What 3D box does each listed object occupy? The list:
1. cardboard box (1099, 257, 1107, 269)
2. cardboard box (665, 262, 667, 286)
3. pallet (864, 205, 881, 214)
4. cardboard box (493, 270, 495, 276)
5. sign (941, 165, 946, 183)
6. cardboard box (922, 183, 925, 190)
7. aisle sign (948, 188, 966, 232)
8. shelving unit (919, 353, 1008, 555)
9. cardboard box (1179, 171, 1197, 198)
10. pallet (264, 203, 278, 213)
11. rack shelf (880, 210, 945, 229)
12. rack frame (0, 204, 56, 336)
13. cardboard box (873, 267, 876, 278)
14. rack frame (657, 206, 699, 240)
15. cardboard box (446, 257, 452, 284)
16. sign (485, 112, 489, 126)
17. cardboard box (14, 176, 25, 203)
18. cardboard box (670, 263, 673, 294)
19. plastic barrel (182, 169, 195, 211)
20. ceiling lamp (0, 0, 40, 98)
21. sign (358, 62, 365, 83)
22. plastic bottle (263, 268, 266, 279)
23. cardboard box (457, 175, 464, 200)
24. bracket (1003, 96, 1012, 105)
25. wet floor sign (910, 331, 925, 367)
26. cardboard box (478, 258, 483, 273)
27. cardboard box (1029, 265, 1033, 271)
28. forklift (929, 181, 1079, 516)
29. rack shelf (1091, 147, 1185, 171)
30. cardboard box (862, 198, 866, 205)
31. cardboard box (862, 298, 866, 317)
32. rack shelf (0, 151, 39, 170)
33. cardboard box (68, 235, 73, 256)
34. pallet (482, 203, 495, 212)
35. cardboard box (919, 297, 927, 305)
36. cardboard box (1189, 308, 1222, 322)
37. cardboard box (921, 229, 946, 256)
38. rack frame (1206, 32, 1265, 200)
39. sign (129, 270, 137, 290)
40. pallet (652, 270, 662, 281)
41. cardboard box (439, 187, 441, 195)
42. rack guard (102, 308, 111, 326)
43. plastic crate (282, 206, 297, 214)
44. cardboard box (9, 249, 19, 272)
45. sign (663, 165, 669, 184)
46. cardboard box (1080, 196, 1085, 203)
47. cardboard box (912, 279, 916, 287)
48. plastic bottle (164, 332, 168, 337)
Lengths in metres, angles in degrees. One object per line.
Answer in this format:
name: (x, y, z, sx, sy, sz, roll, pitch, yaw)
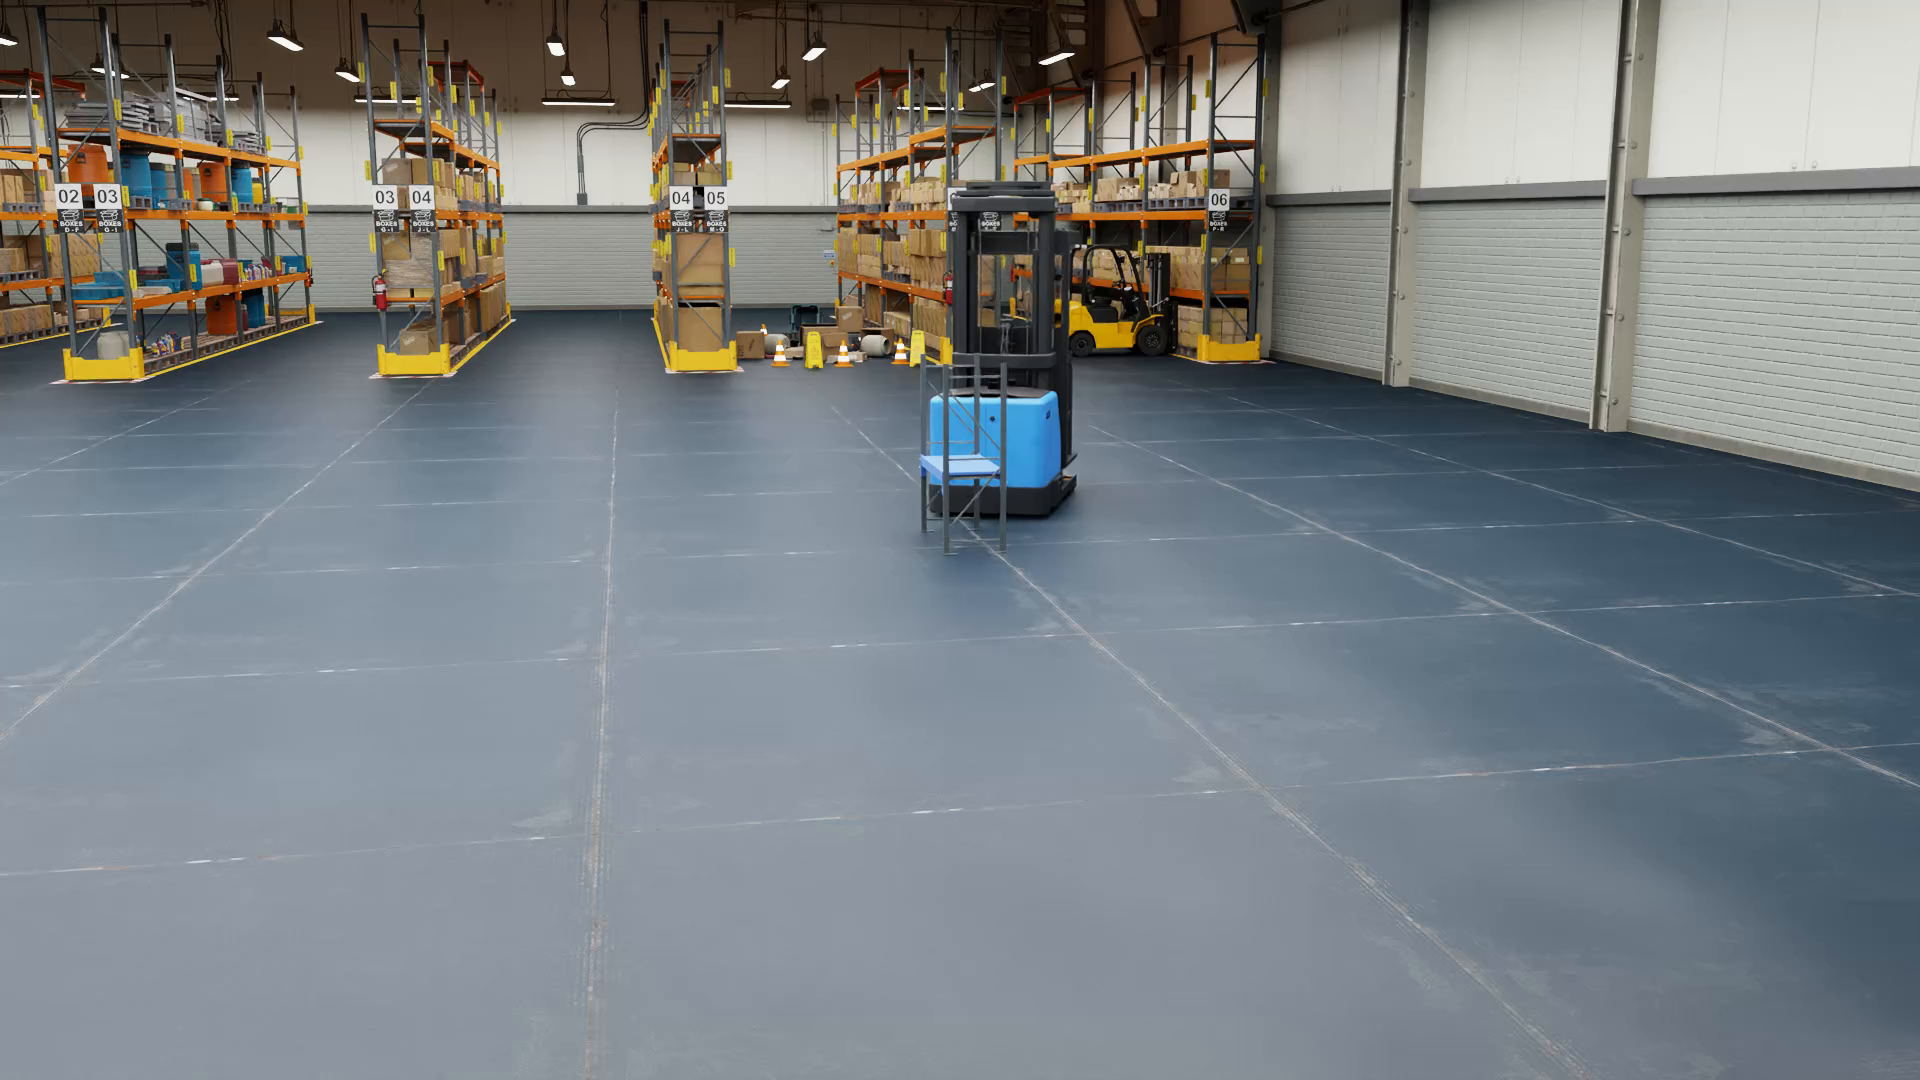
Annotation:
cardboard box: (3.502, -6.364, 38.174, 0.500, 0.250, 0.500, -2, 11, -9)
cardboard box: (-5.730, -5.396, 33.757, 0.500, 0.500, 0.500, -2, 11, -11)
pallet: (-1.860, -8.140, 40.930, 0.805, 0.209, 1.217, -3, 11, -13)
cardboard box: (-11.539, -6.509, 40.545, 0.380, 0.149, 0.250, -2, 11, -11)
sign: (-0.301, -6.618, 30.053, 0.100, 0.325, 0.005, -2, 11, -11)
cardboard box: (-0.545, -6.943, 32.671, 0.380, 0.149, 0.250, -2, 11, -13)
aisle sign: (-0.025, -5.981, 30.145, 0.394, 0.787, 0.004, -2, 11, -11)
shelving unit: (0.017, -0.721, 13.474, 0.538, 1.500, 1.048, -2, 11, -11)
cardboard box: (4.689, -6.949, 32.502, 0.700, 0.500, 0.500, -2, 11, -11)
pallet: (-16.418, -7.627, 38.227, 1.213, 0.211, 1.003, -2, 11, -11)
rack shelf: (-0.920, -6.946, 36.071, 1.077, 0.370, 4.000, -2, 11, -11)
rack frame: (-21.525, -6.207, 38.284, 1.000, 3.000, 0.127, -2, 11, -11)
cardboard box: (-1.777, -6.296, 39.153, 0.500, 0.250, 0.500, -2, 11, -10)
rack frame: (-6.923, -6.728, 41.023, 1.000, 3.000, 0.127, -2, 11, -11)
cardboard box: (-9.966, -5.028, 31.030, 0.875, 0.500, 0.500, -2, 11, -11)
sign: (-11.278, -10.033, 39.632, 0.100, 0.325, 0.005, -2, 11, -11)
cardboard box: (-21.500, -7.890, 37.446, 0.600, 0.600, 0.600, -3, 11, -16)
cardboard box: (-4.834, -4.767, 30.320, 0.875, 0.550, 0.550, -2, 11, -11)
plastic barrel: (-15.814, -7.059, 33.588, 0.600, 0.830, 0.708, -2, 11, -11)
ceiling lamp: (-25.207, -13.158, 43.150, 2.000, 3.185, 0.800, -2, 11, -11)
sign: (-10.022, -7.833, 27.860, 0.100, 0.325, 0.005, -2, 11, -11)
plastic bottle: (-16.201, -6.198, 38.568, 0.152, 0.276, 0.135, -2, 11, -11)
cardboard box: (-10.430, -7.092, 33.514, 0.797, 0.503, 0.637, -2, 11, -9)
bracket: (1.473, -13.582, 51.361, 0.235, 0.232, 0.430, -2, 11, -11)
wet floor sign: (-0.766, -3.495, 30.336, 0.267, 0.644, 0.232, 2, 11, 9)
cardboard box: (-10.857, -5.981, 36.829, 0.500, 0.500, 0.500, -2, 11, -9)
cardboard box: (2.071, -7.362, 45.026, 0.380, 0.149, 0.250, -2, 11, -10)
forklift: (0.521, -1.879, 15.729, 1.130, 2.935, 3.031, 2, 11, 11)
rack shelf: (3.948, -8.405, 36.780, 1.077, 0.370, 4.000, -2, 11, -11)
cardboard box: (-2.184, -8.247, 40.482, 0.380, 0.166, 0.250, -3, 11, -15)
cardboard box: (-2.104, -5.993, 42.892, 0.875, 0.438, 0.875, -2, 11, -12)
rack shelf: (-21.136, -8.237, 35.900, 1.077, 0.370, 4.000, -2, 11, -11)
cardboard box: (-21.541, -7.033, 39.681, 0.500, 0.500, 0.500, -2, 11, -13)
pallet: (-11.956, -8.147, 40.691, 1.003, 0.211, 1.213, -2, 11, -11)
cardboard box: (-0.614, -4.765, 33.197, 0.380, 0.149, 0.250, -2, 11, -9)
cardboard box: (4.720, -4.327, 31.963, 0.500, 0.250, 0.500, -2, 11, -9)
cardboard box: (-0.358, -5.681, 31.784, 0.700, 0.500, 0.500, -2, 11, -12)
rack frame: (5.115, -7.854, 30.894, 1.000, 3.000, 0.127, -2, 11, -11)
sign: (-13.792, -4.340, 27.738, 0.100, 0.325, 0.005, -2, 11, -11)
pallet: (-6.388, -6.027, 37.853, 1.213, 0.211, 1.003, -2, 11, -11)
cardboard box: (-9.452, -6.210, 29.614, 0.380, 0.149, 0.250, -2, 11, -11)
rack guard: (-22.289, -5.698, 42.299, 1.175, 0.500, 0.348, -2, 11, -11)
plastic crate: (-16.972, -8.319, 41.924, 0.450, 0.188, 0.336, -2, 11, -11)
cardboard box: (-21.121, -6.140, 36.544, 0.700, 0.500, 0.500, -5, 12, -25)
sign: (-5.124, -6.380, 29.014, 0.100, 0.325, 0.005, -2, 11, -11)
cardboard box: (3.106, -8.168, 39.898, 0.380, 0.149, 0.250, -2, 11, -11)
cardboard box: (-0.784, -5.267, 34.016, 0.380, 0.149, 0.250, -2, 11, -11)
plastic bottle: (-14.843, -3.721, 31.131, 0.144, 0.351, 0.185, -2, 11, -11)
